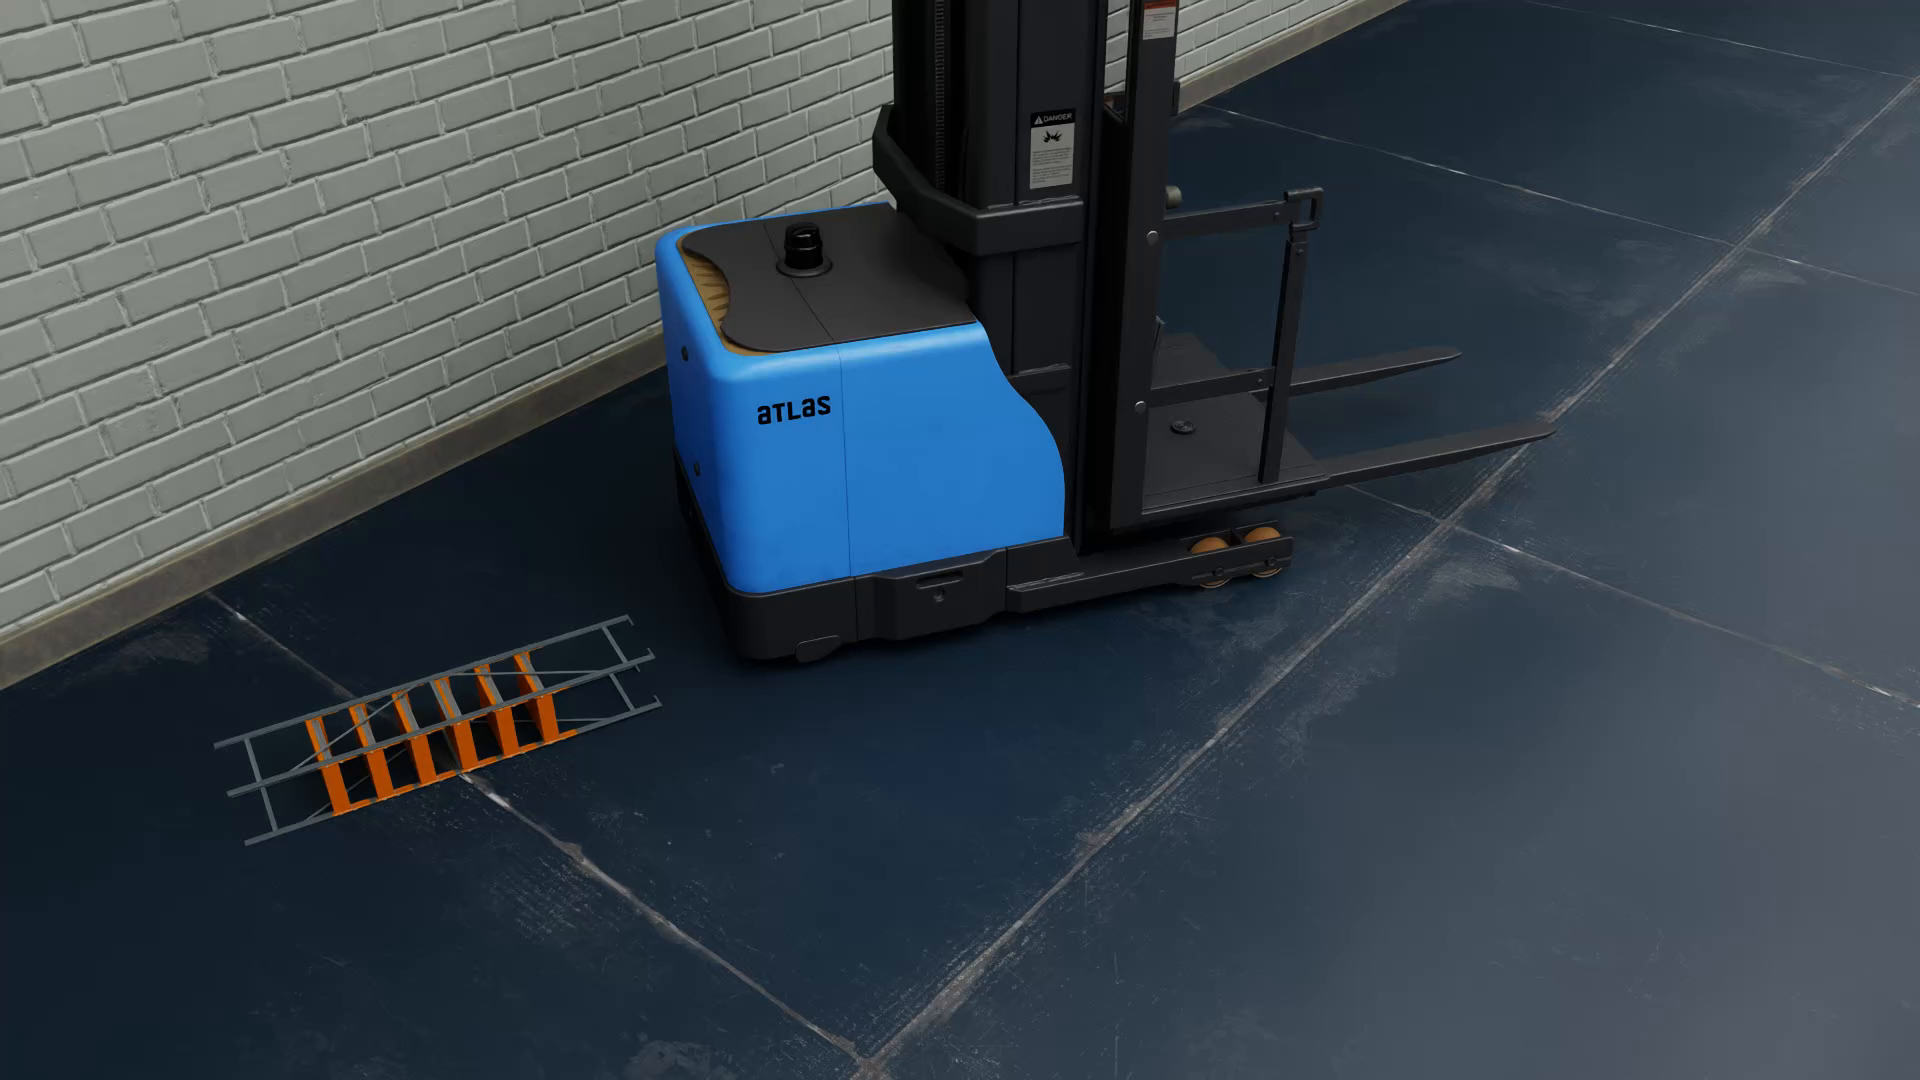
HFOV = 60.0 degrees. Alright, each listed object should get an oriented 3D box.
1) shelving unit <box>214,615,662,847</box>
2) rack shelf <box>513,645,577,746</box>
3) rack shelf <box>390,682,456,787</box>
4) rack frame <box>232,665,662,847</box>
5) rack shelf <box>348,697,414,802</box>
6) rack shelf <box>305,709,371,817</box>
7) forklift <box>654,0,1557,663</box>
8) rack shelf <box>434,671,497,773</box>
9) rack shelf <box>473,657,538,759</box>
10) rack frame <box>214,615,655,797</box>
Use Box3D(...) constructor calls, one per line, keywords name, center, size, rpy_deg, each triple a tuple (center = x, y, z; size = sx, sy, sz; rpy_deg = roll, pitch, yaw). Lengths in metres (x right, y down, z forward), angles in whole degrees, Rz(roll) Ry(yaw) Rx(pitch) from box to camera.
Box3D(name="shelving unit", center=(-1.481, 0.532, 4.803), size=(1.200, 0.189, 0.258), rpy_deg=(-18, 38, -23))
Box3D(name="rack shelf", center=(-1.232, 0.452, 4.916), size=(0.103, 0.180, 0.258), rpy_deg=(-18, 38, -23))
Box3D(name="rack shelf", center=(-1.547, 0.553, 4.773), size=(0.103, 0.180, 0.258), rpy_deg=(-18, 38, -23))
Box3D(name="rack frame", center=(-1.481, 0.607, 4.855), size=(1.200, 0.006, 0.240), rpy_deg=(-18, 38, -23))
Box3D(name="rack shelf", center=(-1.652, 0.586, 4.725), size=(0.103, 0.180, 0.258), rpy_deg=(-18, 38, -23))
Box3D(name="rack shelf", center=(-1.757, 0.620, 4.677), size=(0.103, 0.180, 0.258), rpy_deg=(-18, 38, -23))
Box3D(name="forklift", center=(0.590, -1.321, 5.084), size=(3.031, 2.935, 1.130), rpy_deg=(-11, 36, -15))
Box3D(name="rack shelf", center=(-1.442, 0.519, 4.820), size=(0.103, 0.180, 0.258), rpy_deg=(-18, 38, -23))
Box3D(name="rack shelf", center=(-1.337, 0.486, 4.868), size=(0.103, 0.180, 0.258), rpy_deg=(-18, 38, -23))
Box3D(name="rack frame", center=(-1.482, 0.456, 4.751), size=(1.200, 0.006, 0.240), rpy_deg=(-18, 38, -23))
